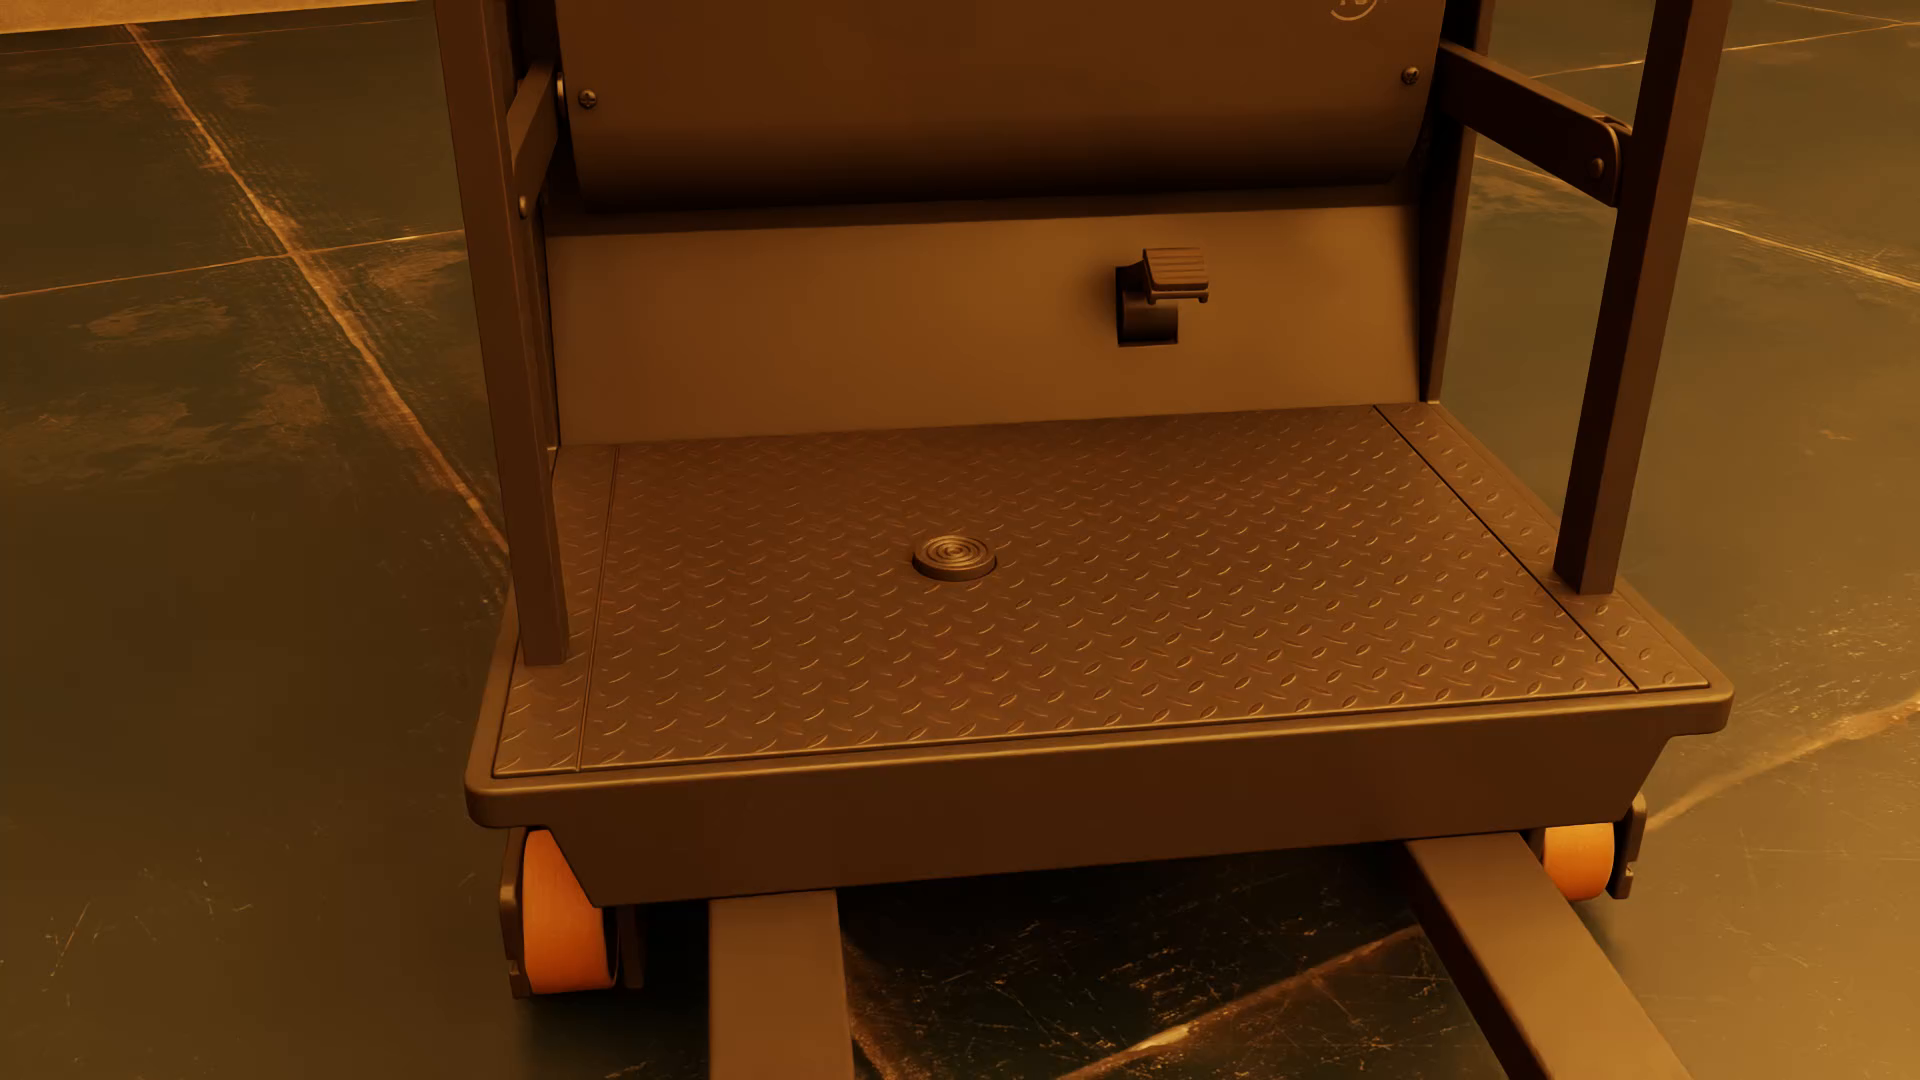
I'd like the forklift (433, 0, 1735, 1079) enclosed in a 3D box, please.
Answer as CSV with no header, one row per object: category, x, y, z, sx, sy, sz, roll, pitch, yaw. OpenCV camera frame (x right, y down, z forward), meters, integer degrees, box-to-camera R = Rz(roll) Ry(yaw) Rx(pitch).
forklift,0.081,-1.033,1.297,1.130,2.935,3.031,-3,27,-7
